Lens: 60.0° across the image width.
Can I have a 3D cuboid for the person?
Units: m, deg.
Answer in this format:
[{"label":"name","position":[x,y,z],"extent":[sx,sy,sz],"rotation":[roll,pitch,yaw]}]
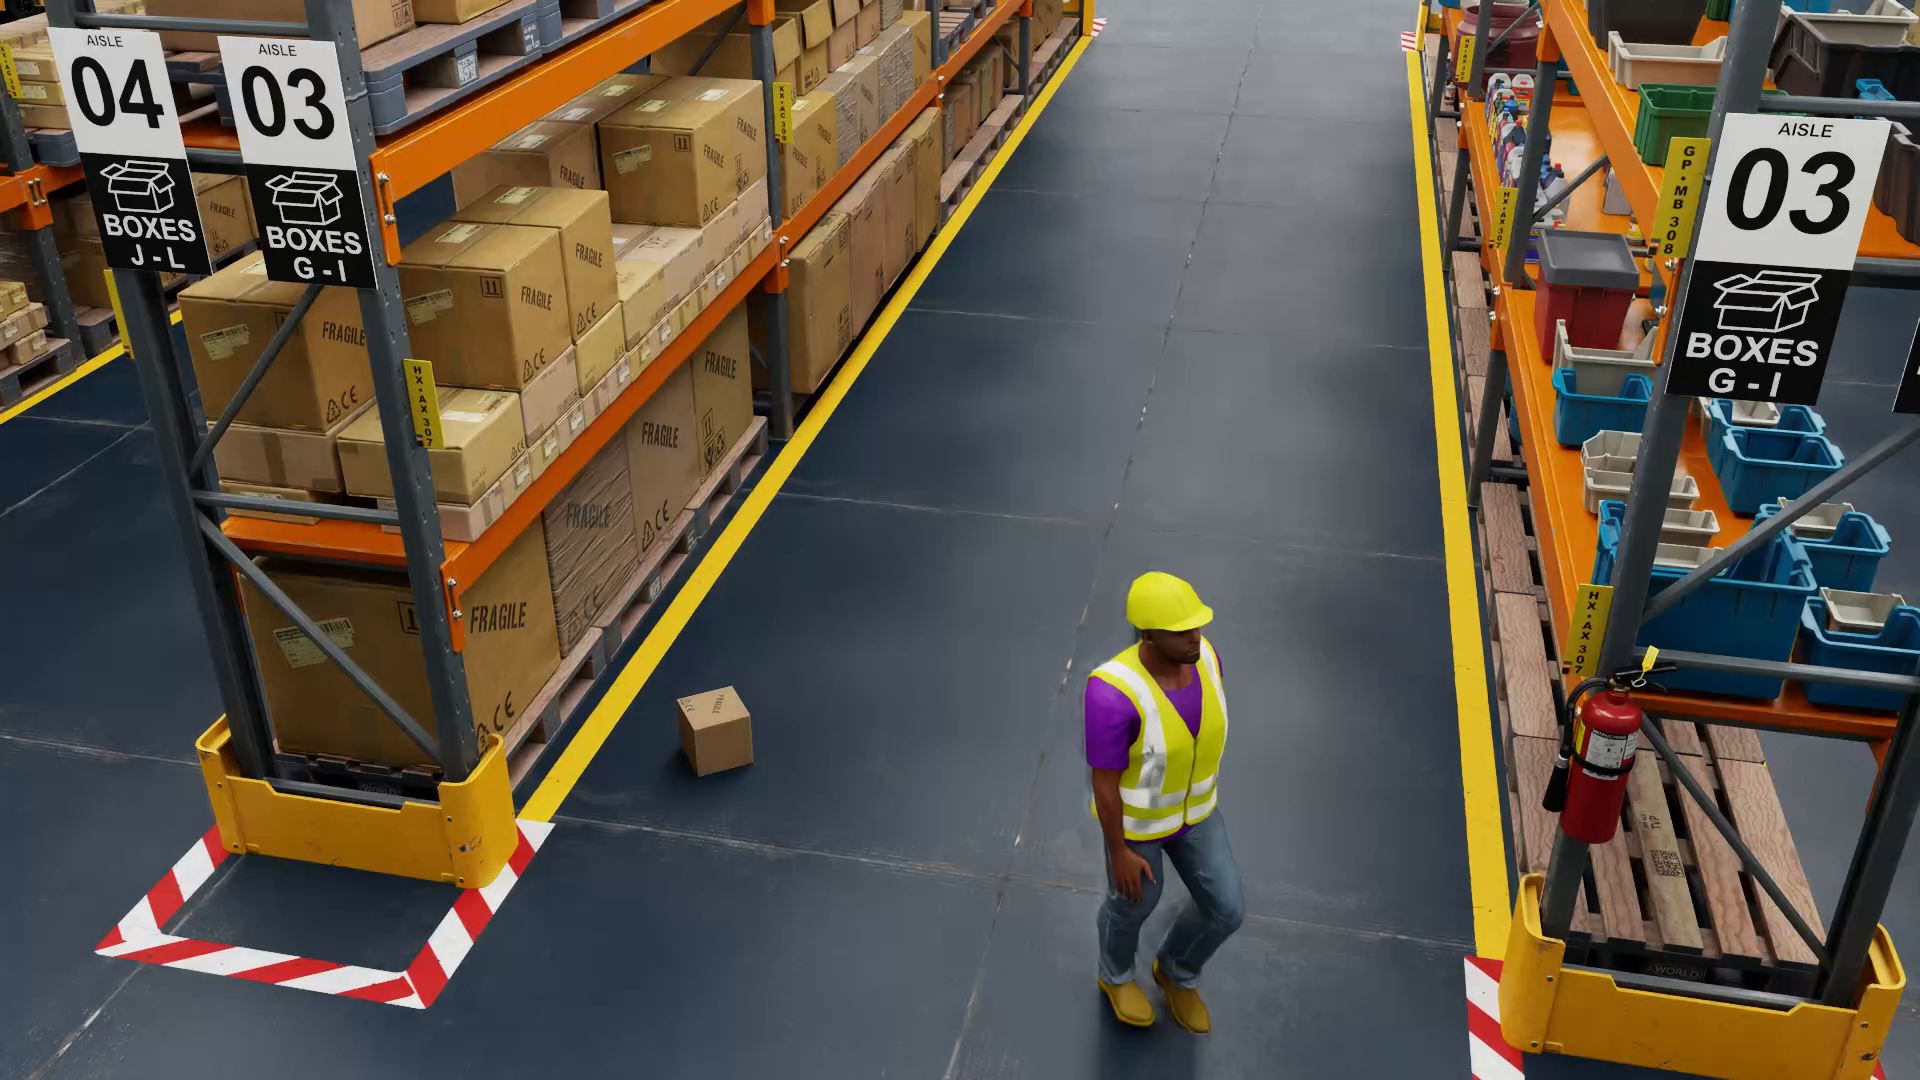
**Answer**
[{"label":"person","position":[0.651,0.917,5.419],"extent":[0.563,1.809,0.504],"rotation":[-17,33,-28]}]
